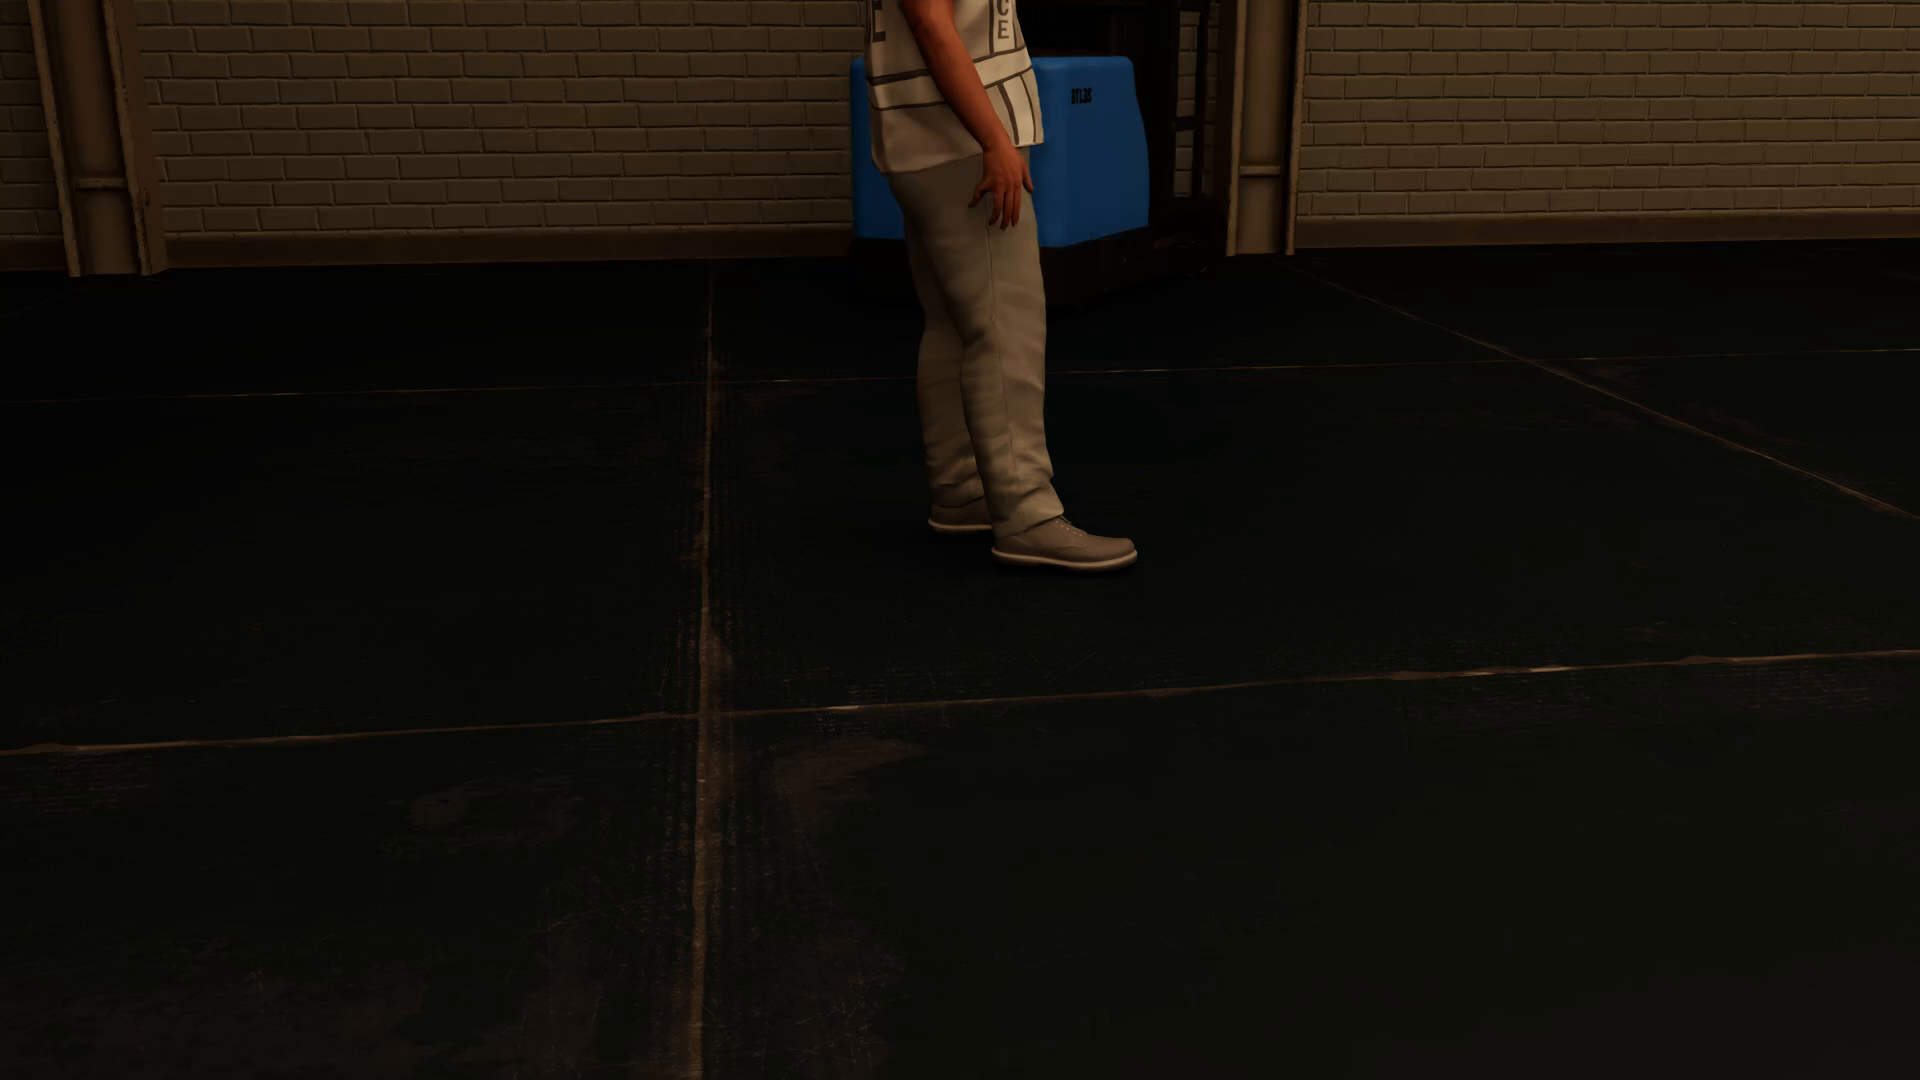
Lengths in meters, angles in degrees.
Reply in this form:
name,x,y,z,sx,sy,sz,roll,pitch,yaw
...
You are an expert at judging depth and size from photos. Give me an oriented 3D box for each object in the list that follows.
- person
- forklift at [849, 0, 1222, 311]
name,x,y,z,sx,sy,sz,roll,pitch,yaw
person,0.078,-0.859,3.706,0.575,1.781,0.640,-2,17,-8
forklift,0.629,-2.760,8.044,1.130,2.935,3.031,8,19,26
